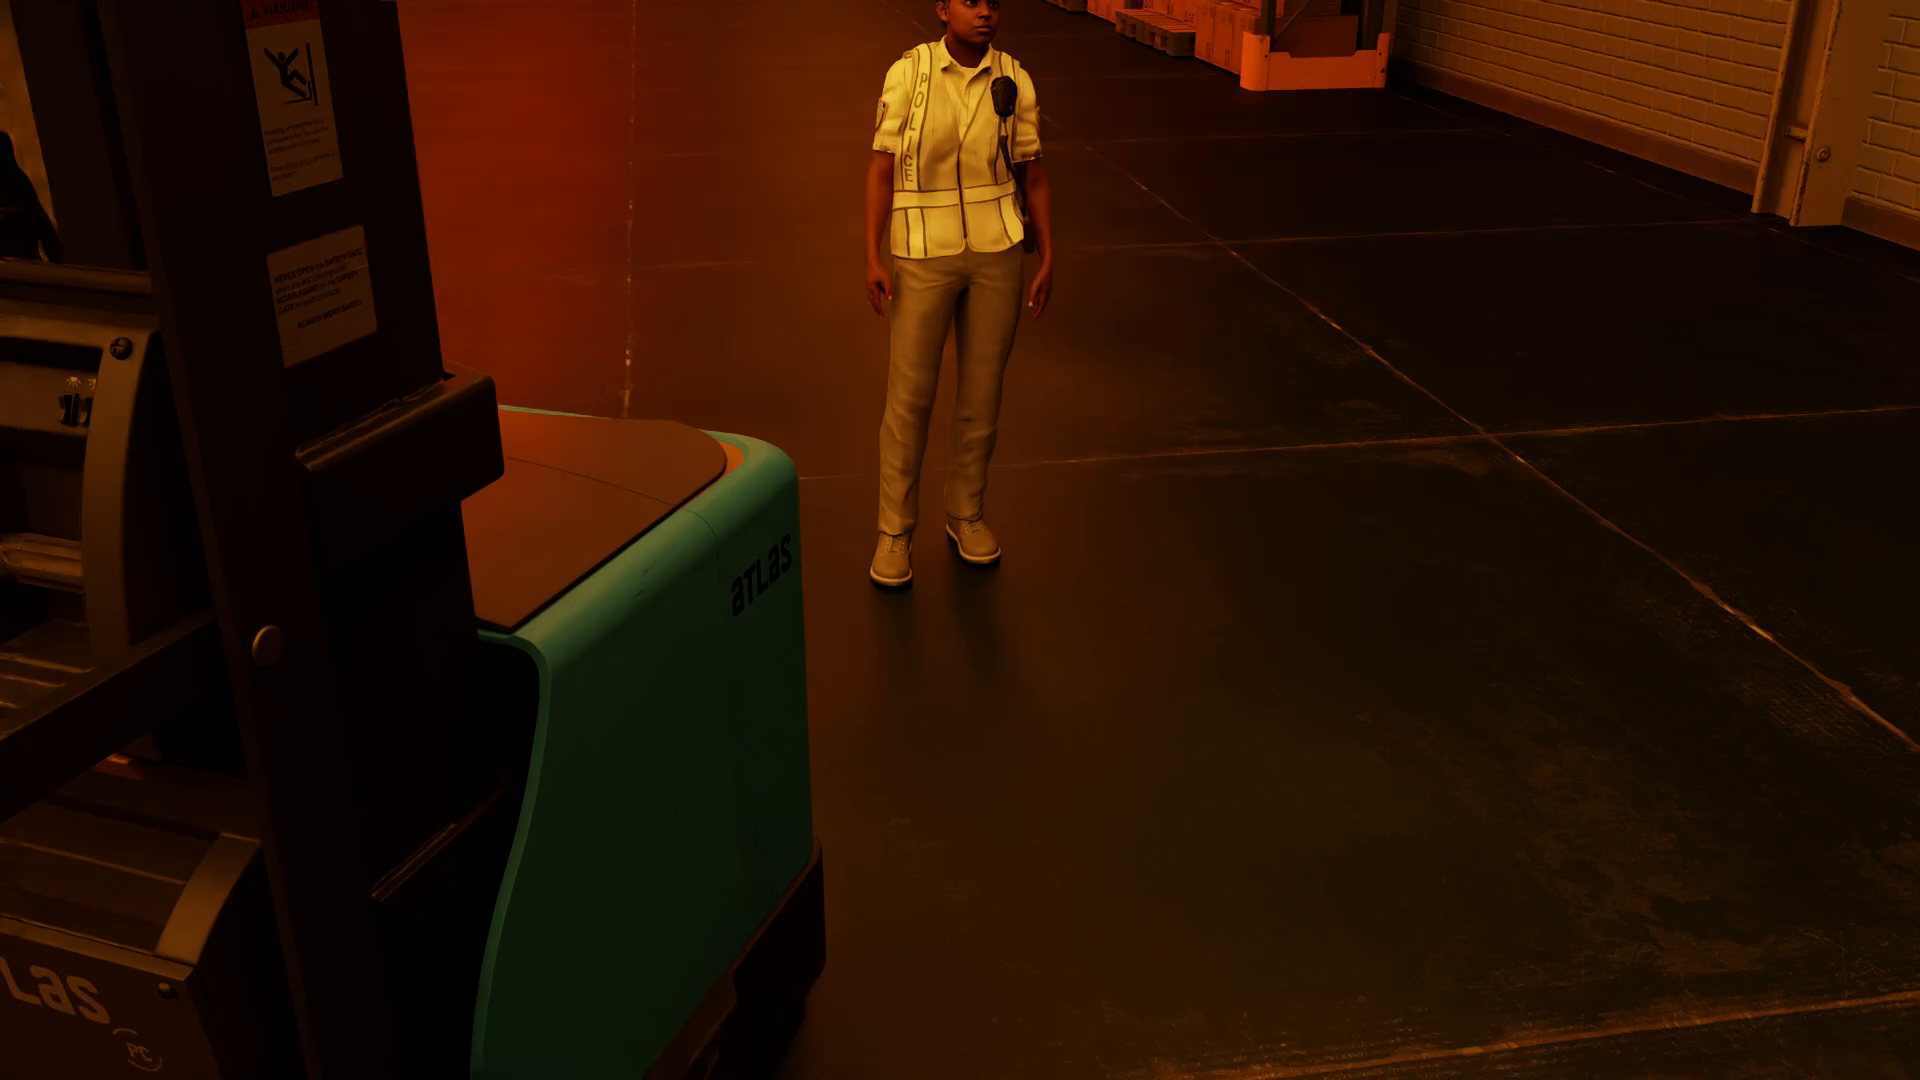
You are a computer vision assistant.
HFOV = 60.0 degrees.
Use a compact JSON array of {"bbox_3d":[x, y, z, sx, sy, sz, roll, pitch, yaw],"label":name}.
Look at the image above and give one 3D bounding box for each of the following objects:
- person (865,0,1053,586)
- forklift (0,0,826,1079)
[{"bbox_3d":[-0.006,-0.754,4.617,0.569,1.695,0.528,-4,24,-9],"label":"person"},{"bbox_3d":[-1.218,-0.038,1.413,1.130,2.935,3.031,8,25,18],"label":"forklift"}]
